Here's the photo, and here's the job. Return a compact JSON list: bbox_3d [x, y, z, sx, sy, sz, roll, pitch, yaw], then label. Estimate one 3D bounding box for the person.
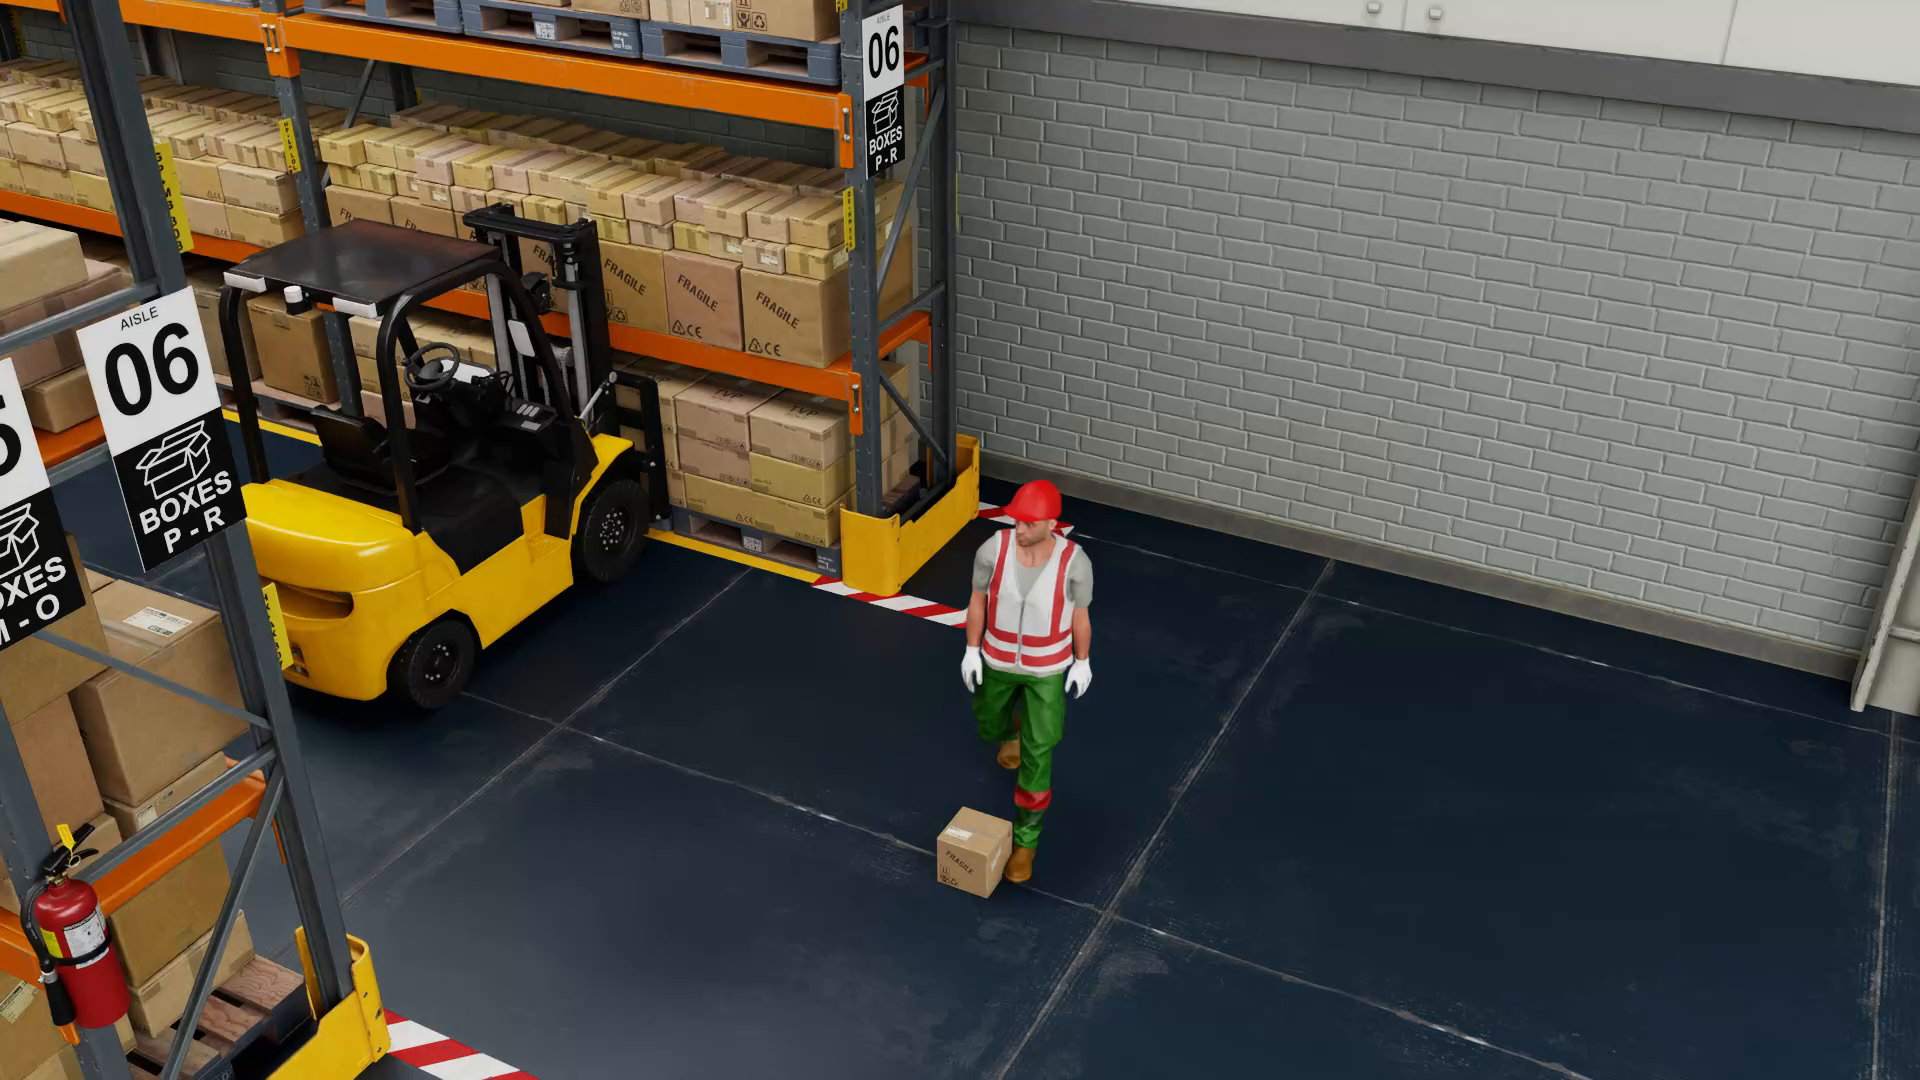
[{"bbox_3d":[0.278,0.552,7.356,0.571,1.751,0.983,9,31,15],"label":"person"}]
